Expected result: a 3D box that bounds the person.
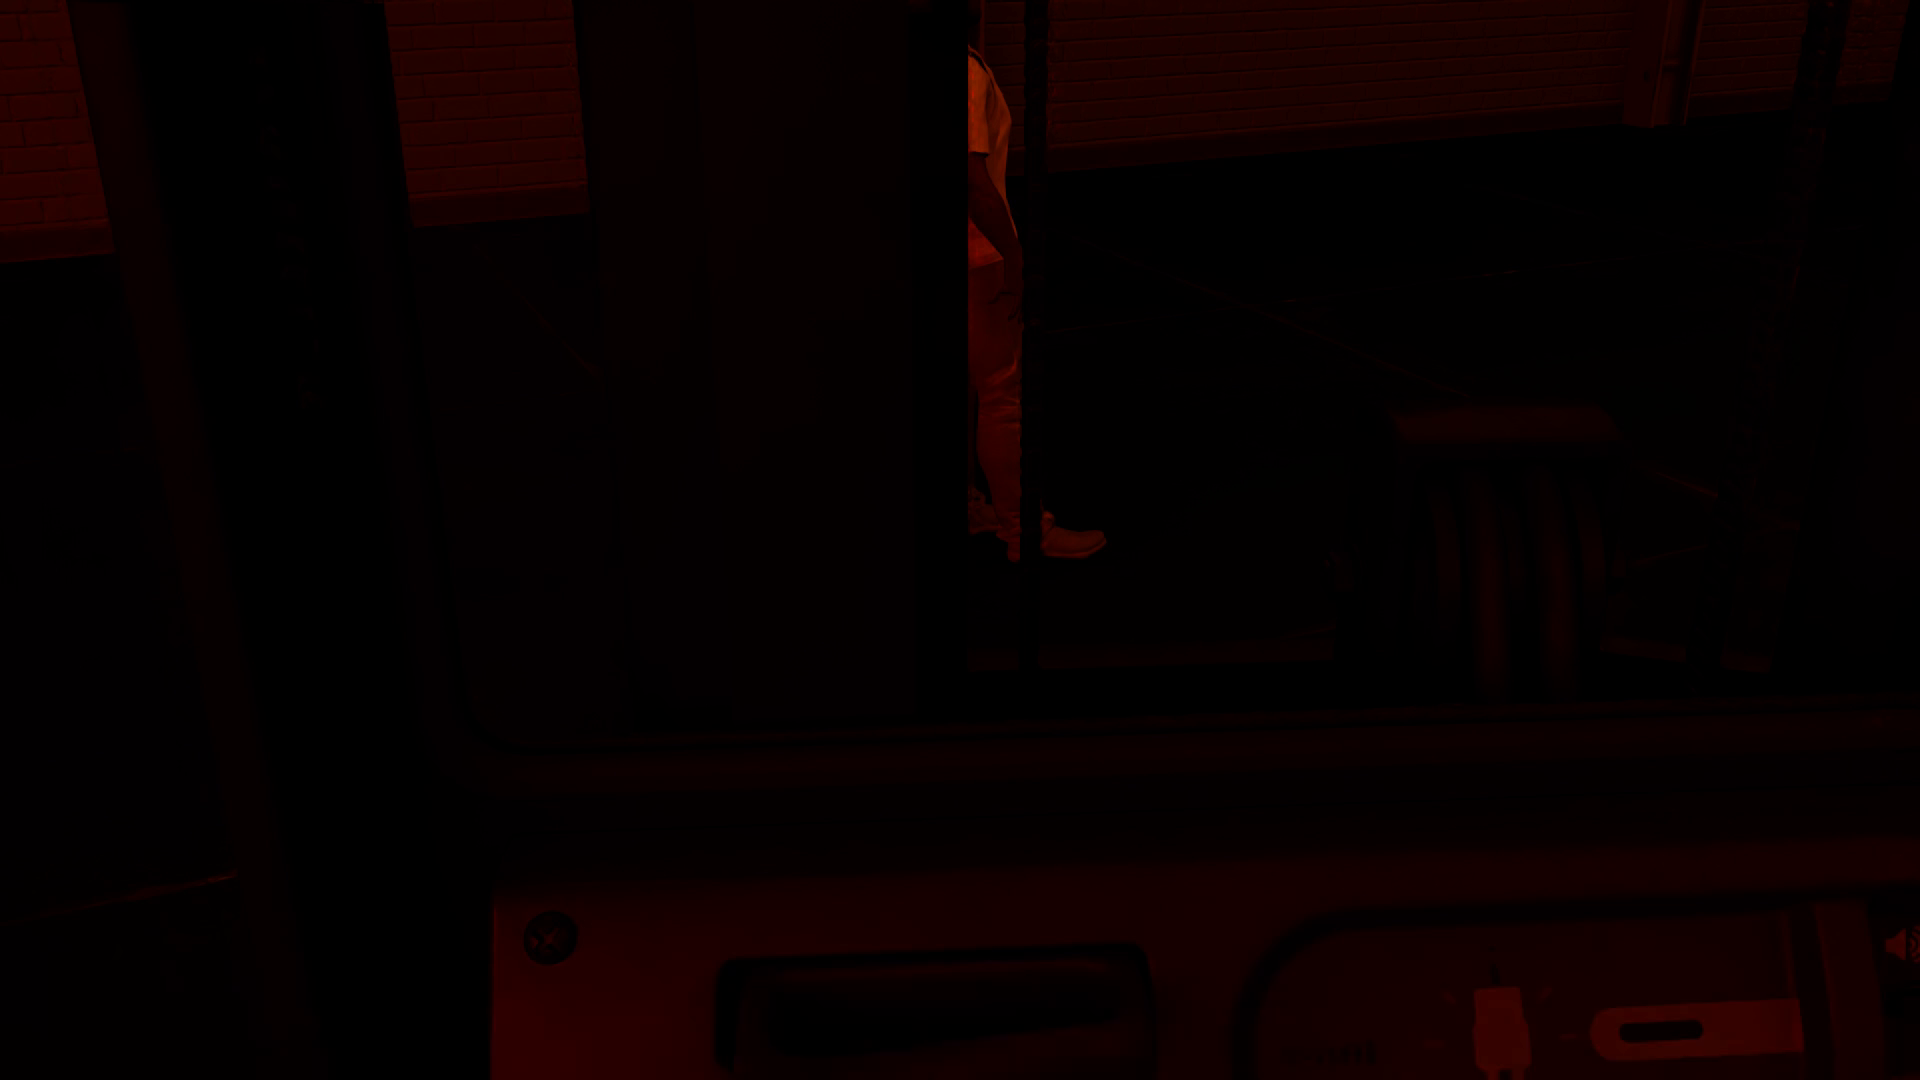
[{"bbox_3d":[0.065,-0.831,4.787,0.577,1.765,0.665,-10,25,-23],"label":"person"}]
